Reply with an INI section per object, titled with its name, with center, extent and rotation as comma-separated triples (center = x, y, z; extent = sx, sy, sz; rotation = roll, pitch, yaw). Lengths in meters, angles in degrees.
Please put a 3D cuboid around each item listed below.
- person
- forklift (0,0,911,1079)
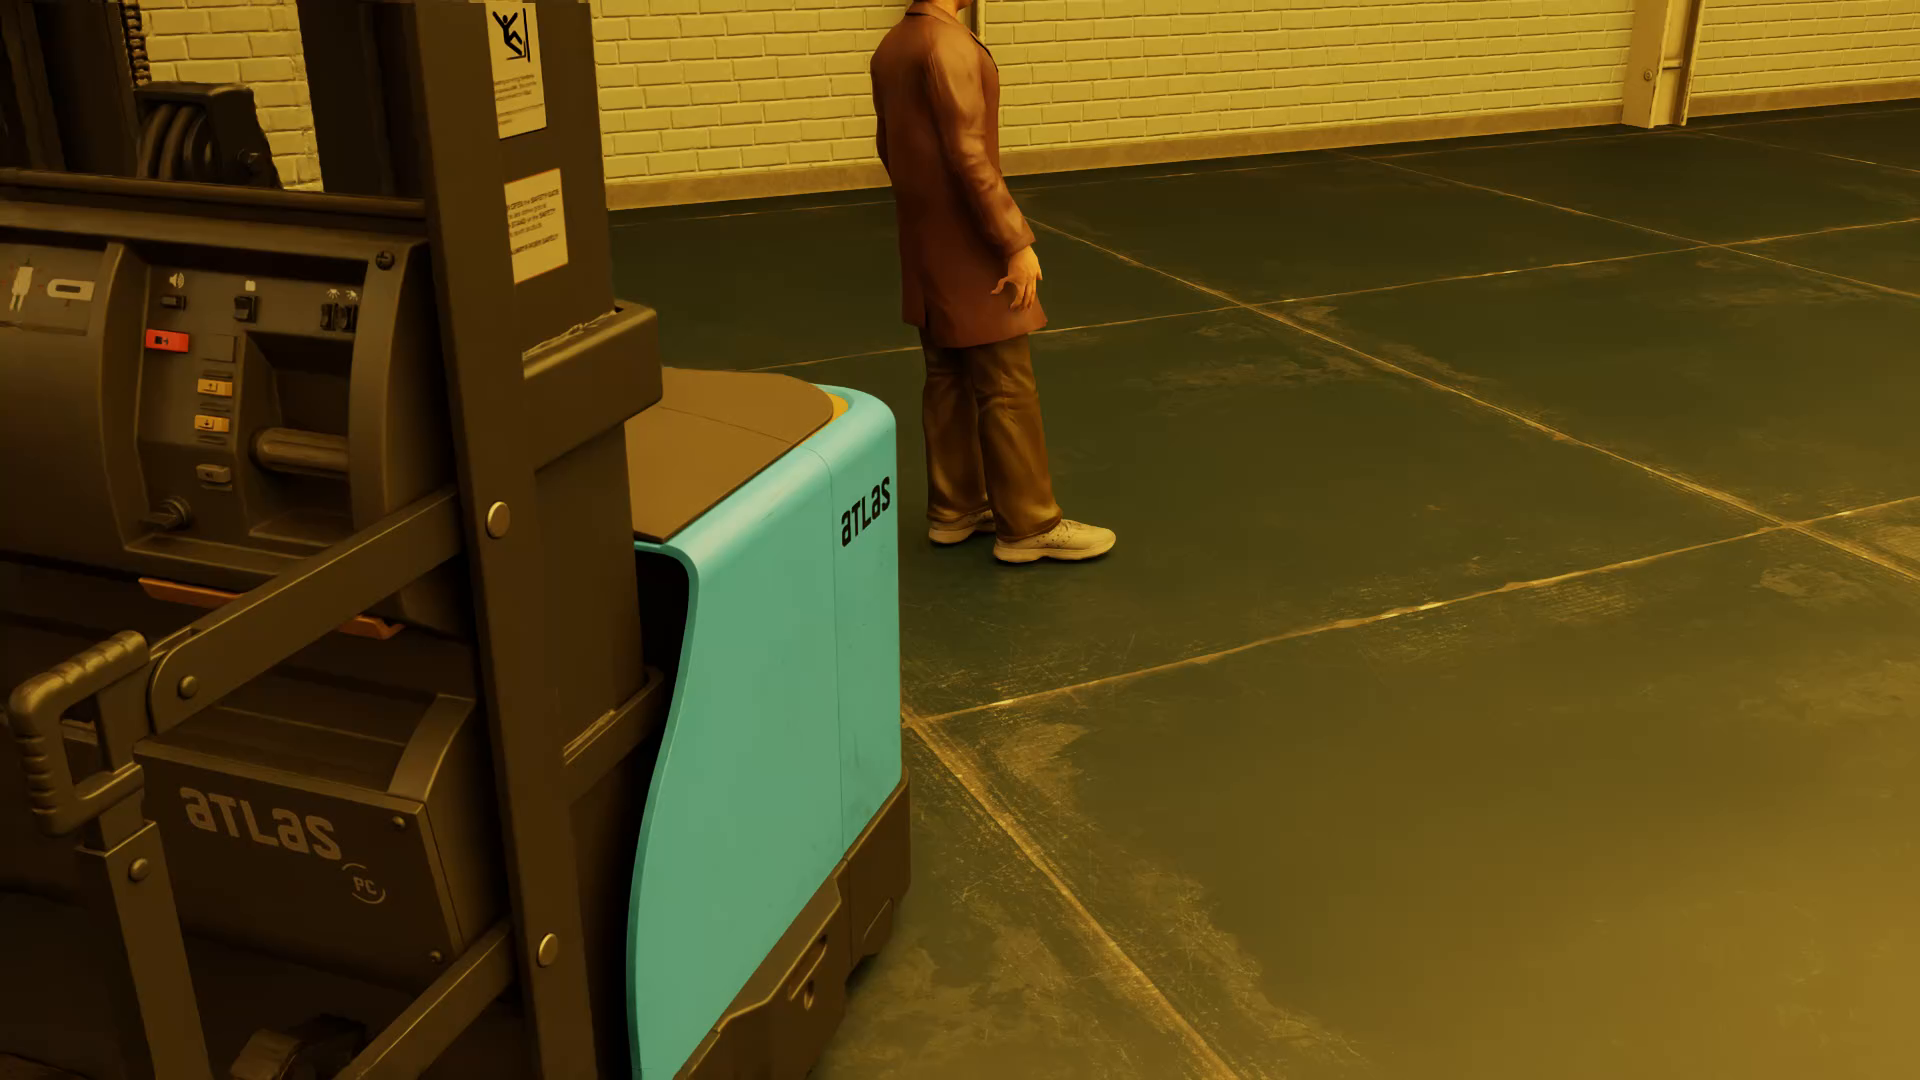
[person]
center = 0.084, -0.840, 4.794
extent = 0.582, 1.775, 0.696
rotation = -10, 25, -23
[forklift]
center = -1.079, -0.160, 1.670
extent = 1.130, 2.935, 3.031
rotation = 8, 24, 18
